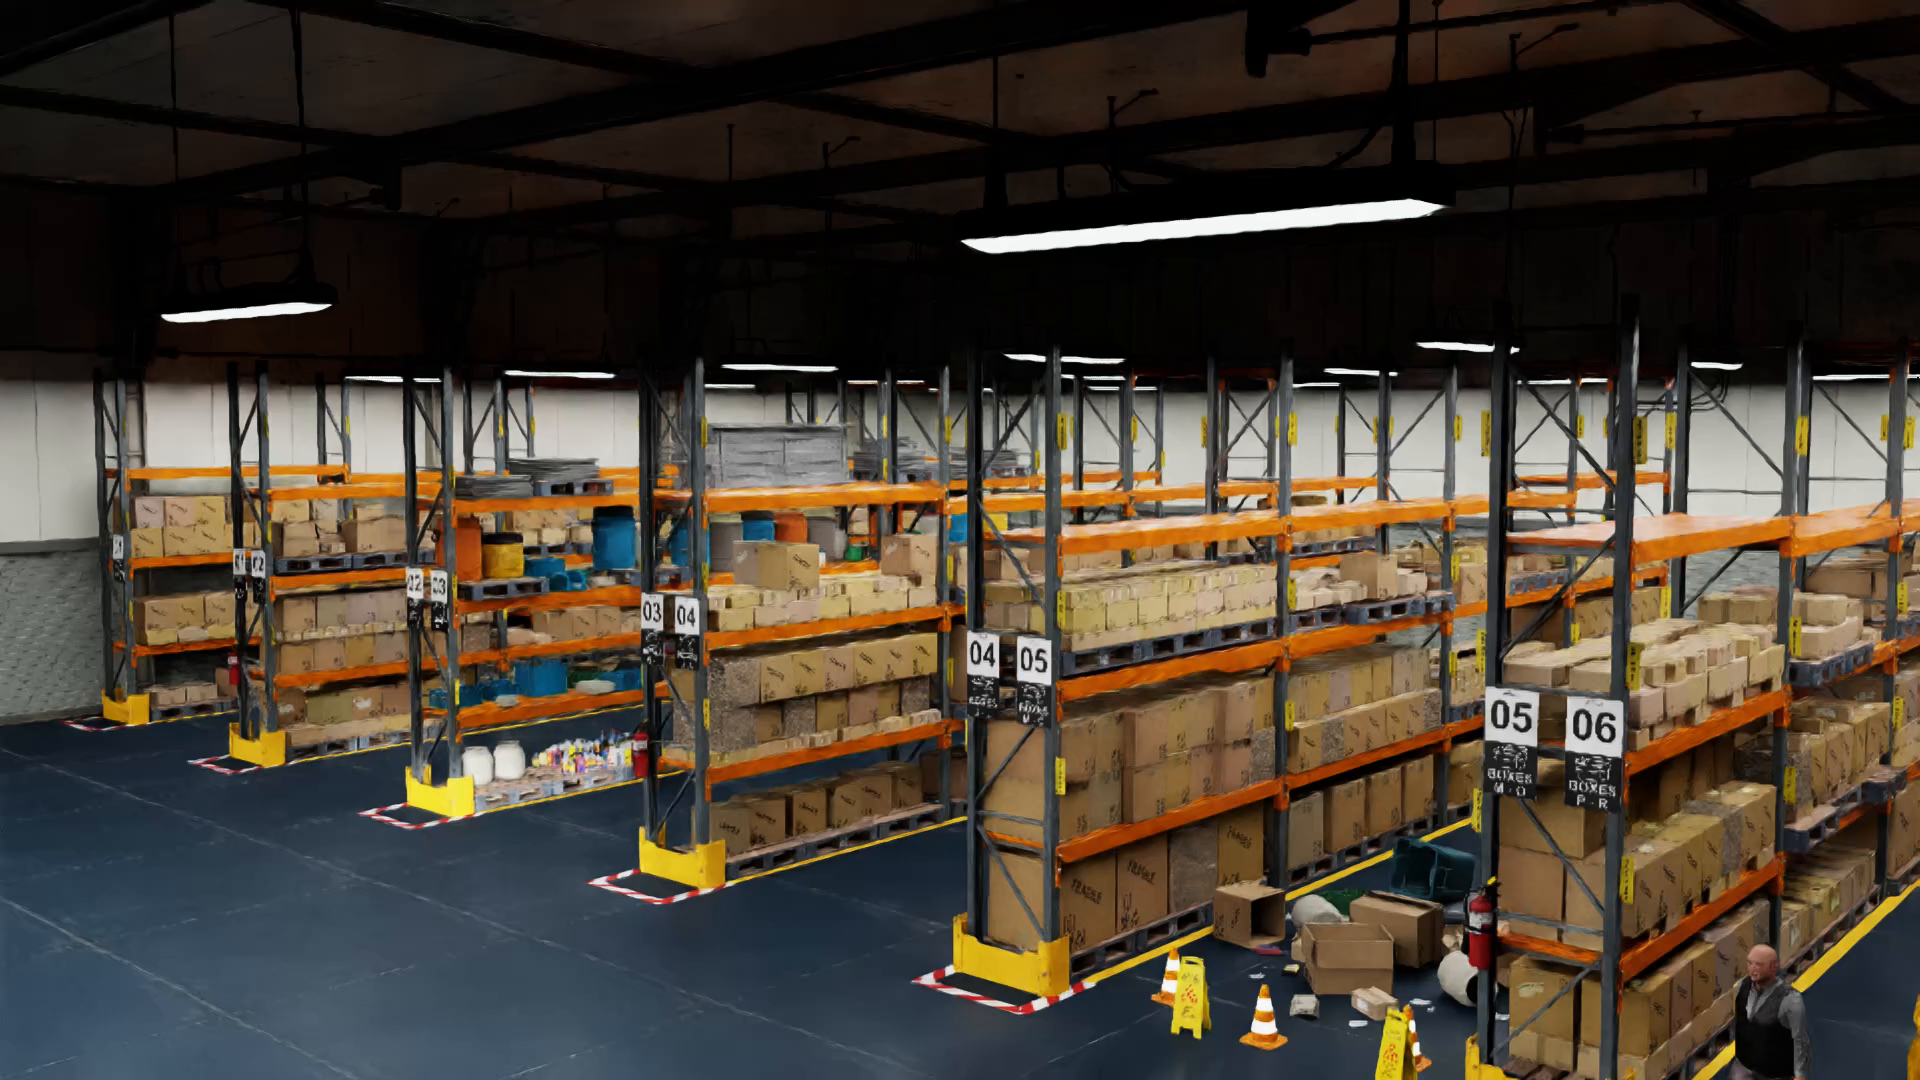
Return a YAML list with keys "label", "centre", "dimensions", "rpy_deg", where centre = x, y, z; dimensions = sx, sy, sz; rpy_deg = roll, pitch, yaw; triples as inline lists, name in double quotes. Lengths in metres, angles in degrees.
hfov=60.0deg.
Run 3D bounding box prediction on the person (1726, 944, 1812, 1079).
- label: "person"
  centre: [5.448, 3.520, 11.131]
  dimensions: [0.955, 1.663, 0.570]
  rpy_deg: [-2, 5, -29]
